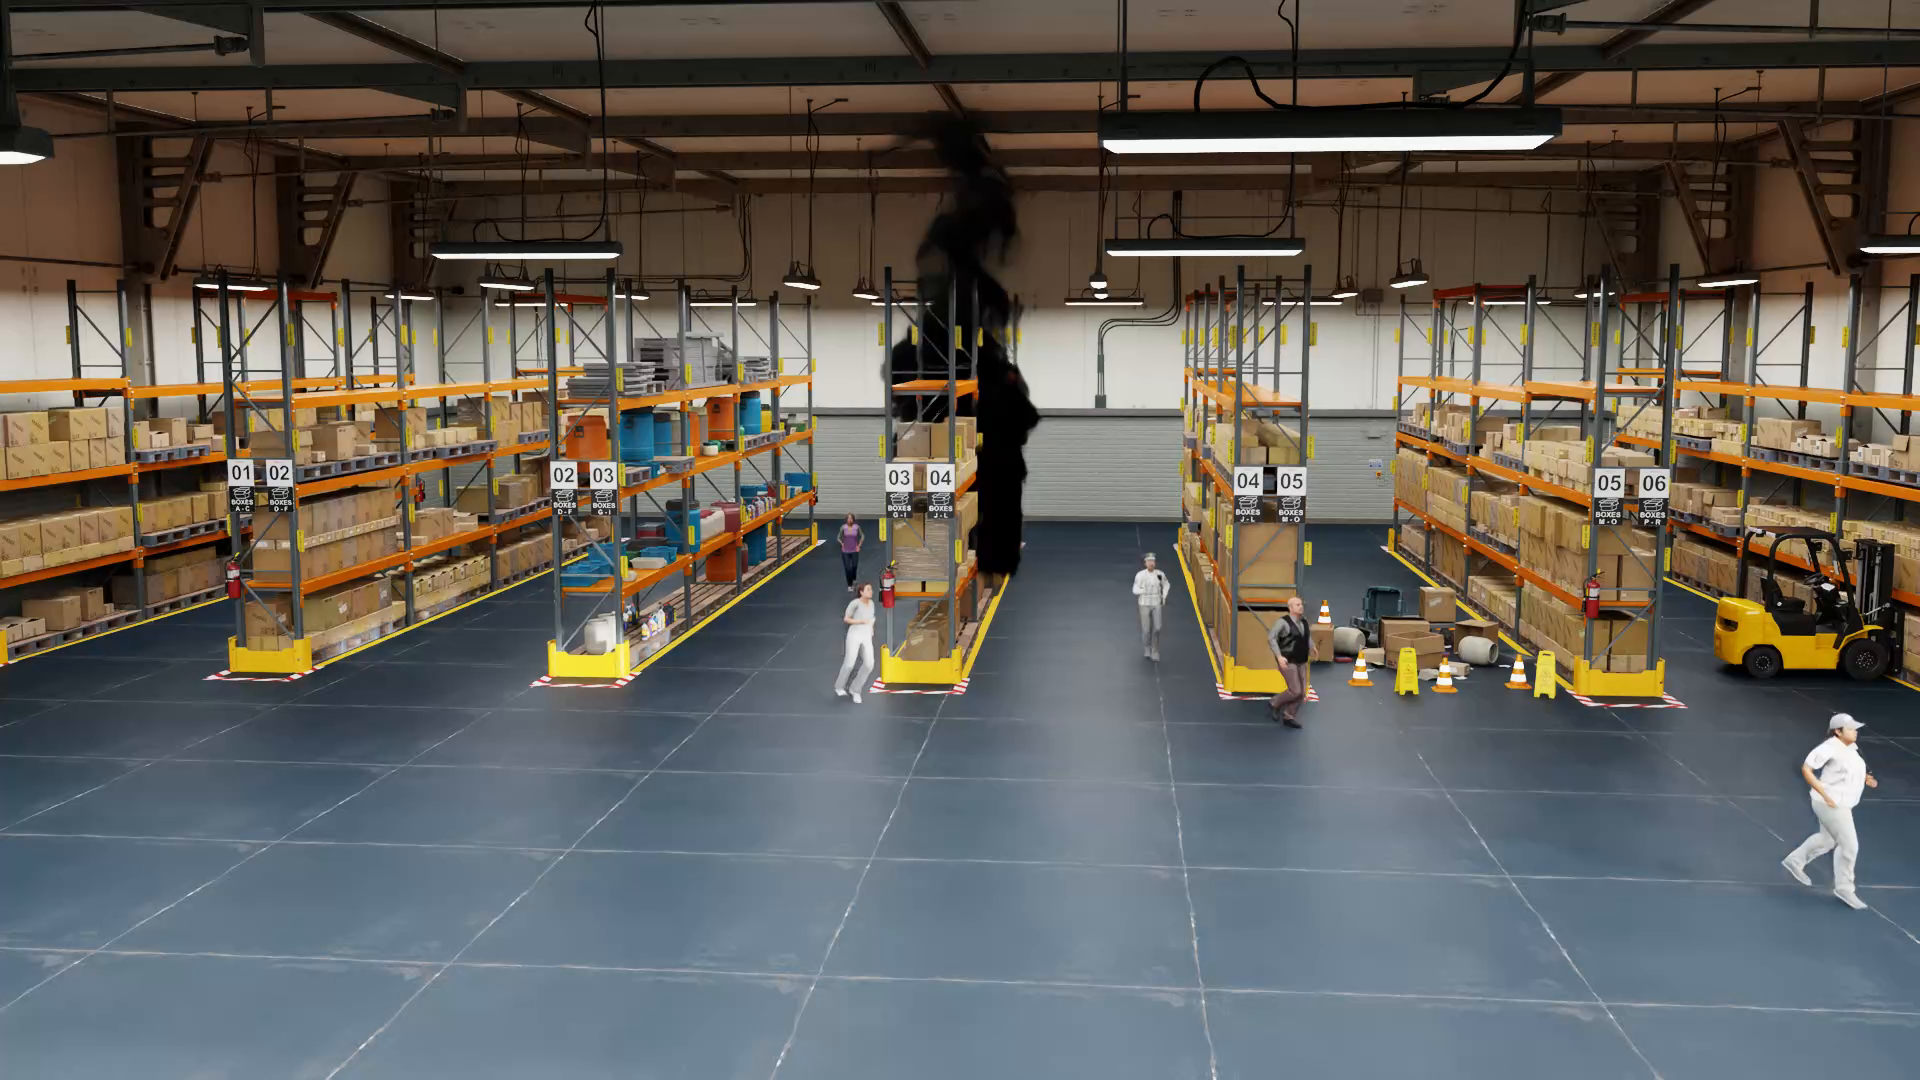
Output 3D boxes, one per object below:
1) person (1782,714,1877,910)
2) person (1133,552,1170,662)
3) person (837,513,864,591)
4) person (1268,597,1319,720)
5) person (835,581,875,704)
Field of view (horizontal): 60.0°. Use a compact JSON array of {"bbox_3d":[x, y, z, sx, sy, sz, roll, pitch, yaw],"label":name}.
[{"bbox_3d":[7.803,2.379,14.897,0.595,1.709,0.771,-6,9,-42],"label":"person"},{"bbox_3d":[2.975,1.049,25.806,0.594,1.699,0.638,0,7,2],"label":"person"},{"bbox_3d":[-2.161,0.244,32.860,0.549,1.558,0.526,-1,7,-4],"label":"person"},{"bbox_3d":[4.312,1.547,21.404,0.676,1.625,0.534,-5,8,-35],"label":"person"},{"bbox_3d":[-1.367,1.425,23.072,0.578,1.622,0.685,-4,8,-31],"label":"person"}]
